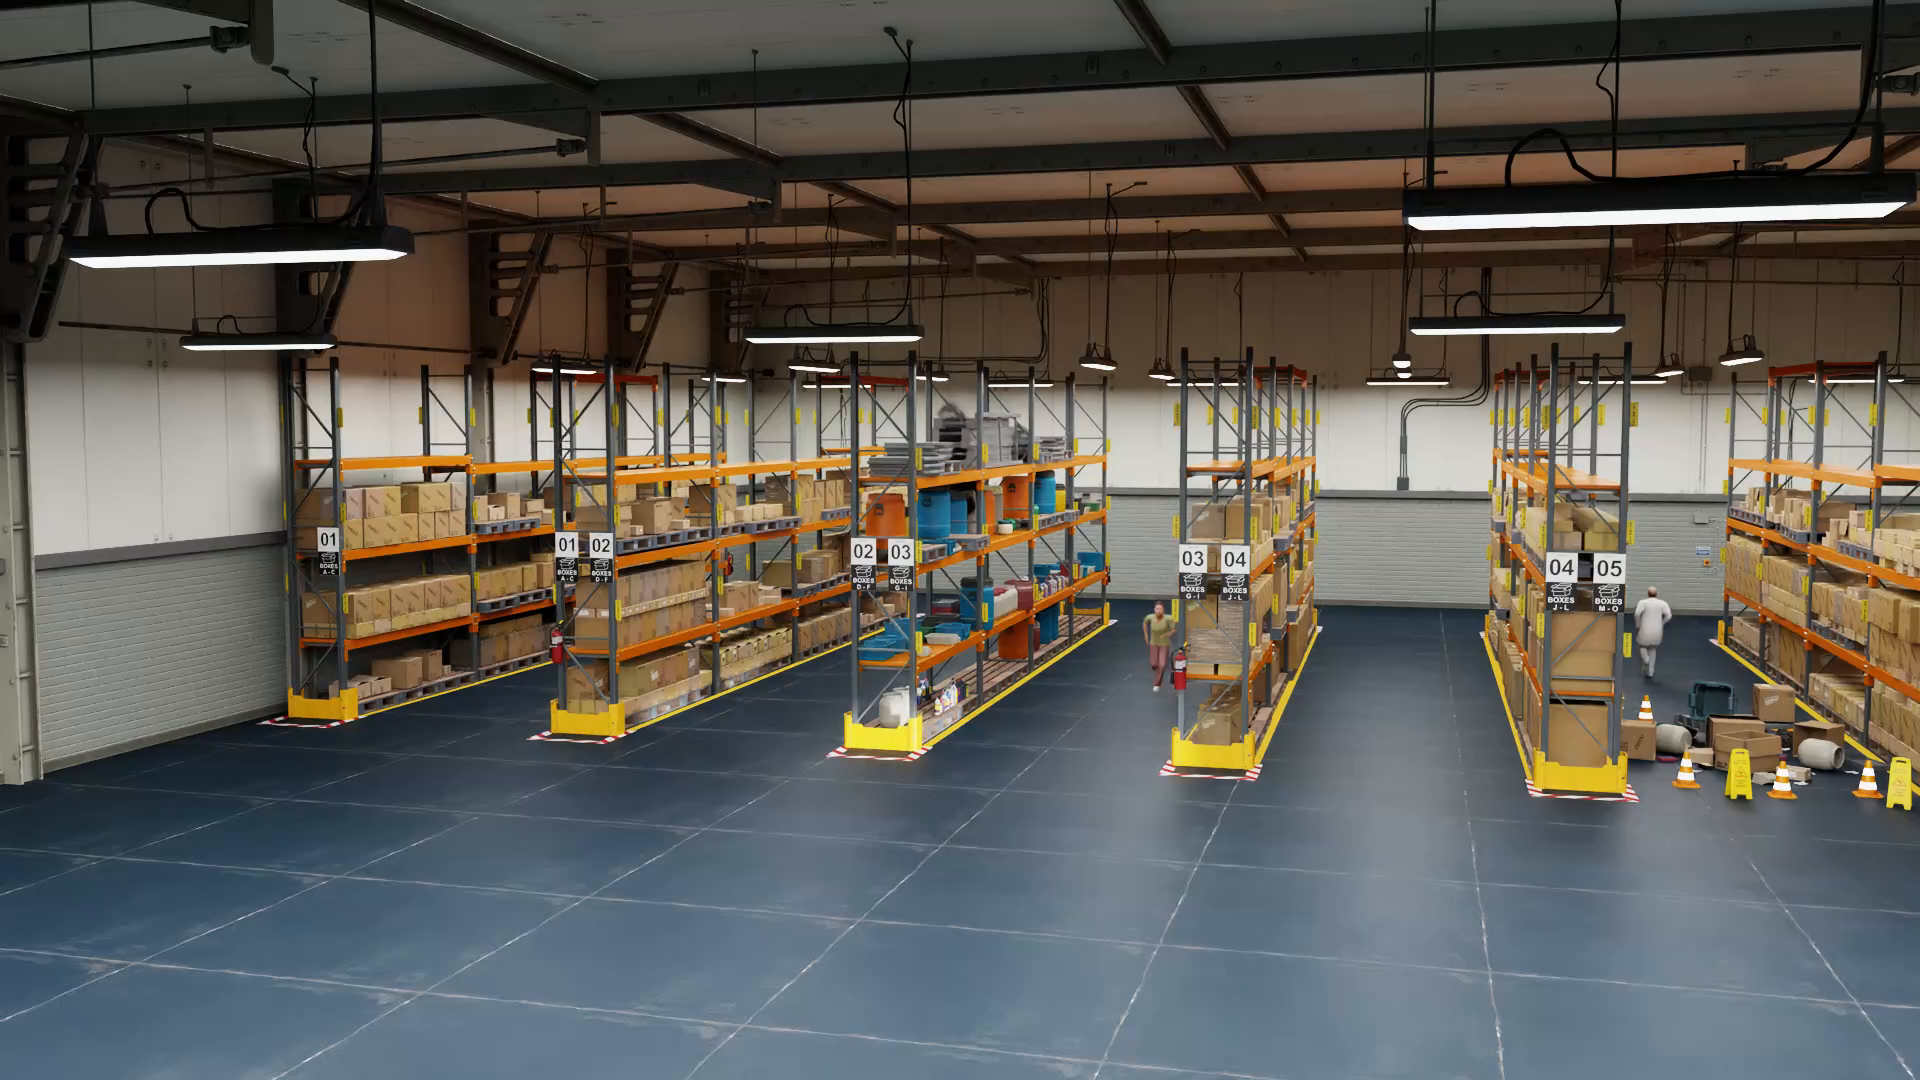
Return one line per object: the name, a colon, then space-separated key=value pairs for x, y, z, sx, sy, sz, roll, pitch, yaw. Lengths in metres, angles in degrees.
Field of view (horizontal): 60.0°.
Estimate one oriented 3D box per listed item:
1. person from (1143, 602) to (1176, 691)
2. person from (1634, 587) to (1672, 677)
person: x=3.434 y=1.833 z=28.701 sx=0.571 sy=1.575 sz=0.670 roll=1 pitch=4 yaw=9
person: x=13.385 y=1.769 z=32.191 sx=0.715 sy=1.740 sz=0.633 roll=1 pitch=4 yaw=10
